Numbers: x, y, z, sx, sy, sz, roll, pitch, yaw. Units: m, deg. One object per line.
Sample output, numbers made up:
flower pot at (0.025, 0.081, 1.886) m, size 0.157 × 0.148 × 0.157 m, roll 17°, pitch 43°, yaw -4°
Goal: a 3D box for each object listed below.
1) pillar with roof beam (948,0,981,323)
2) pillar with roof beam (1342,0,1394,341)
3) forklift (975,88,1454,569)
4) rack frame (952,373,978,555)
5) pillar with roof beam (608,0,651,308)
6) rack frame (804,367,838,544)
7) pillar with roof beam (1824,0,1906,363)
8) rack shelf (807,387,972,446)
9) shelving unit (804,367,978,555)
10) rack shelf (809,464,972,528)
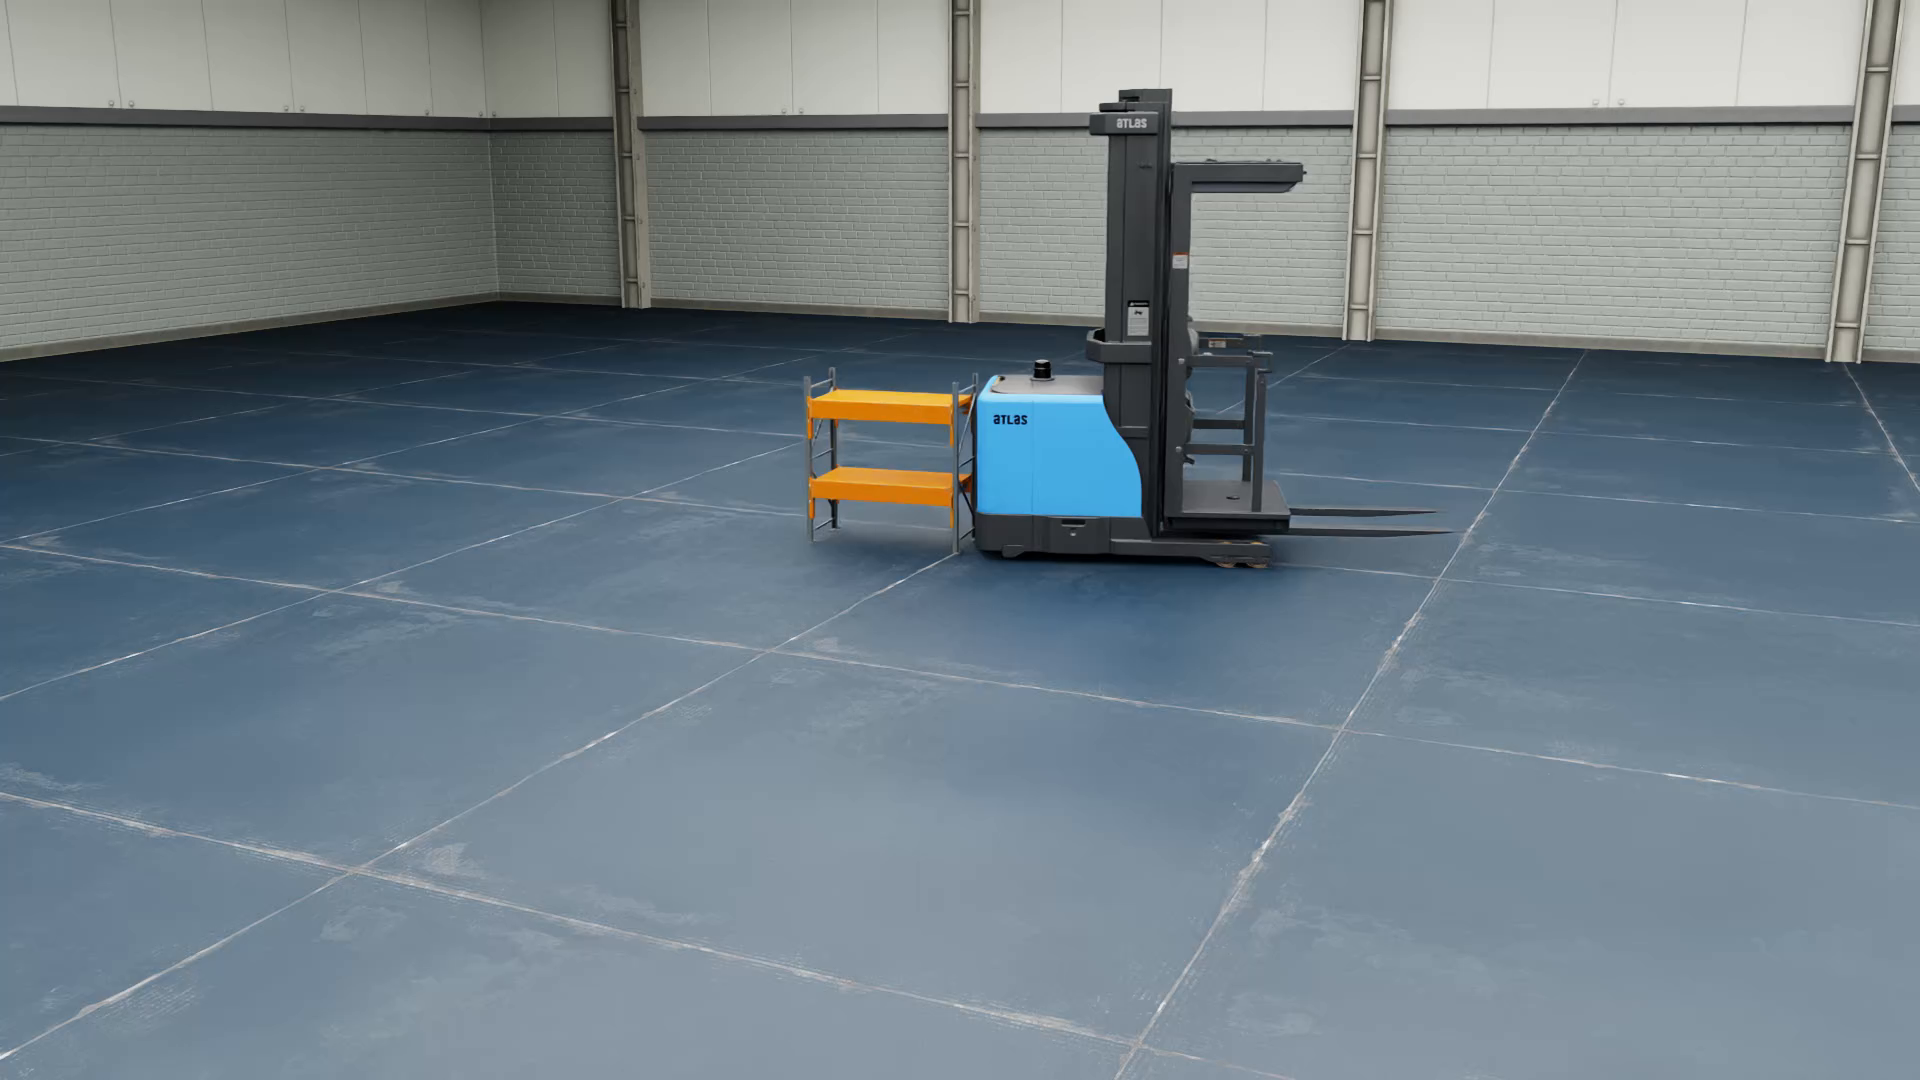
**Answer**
pillar with roof beam at (-1.680, -6.831, 20.669) m, size 0.400 × 9.000 × 9.100 m, roll 6°, pitch 14°, yaw 23°
pillar with roof beam at (3.806, -6.276, 18.303) m, size 0.400 × 9.000 × 9.100 m, roll 6°, pitch 14°, yaw 23°
forklift at (1.648, -1.375, 10.697) m, size 3.031 × 2.935 × 1.130 m, roll 1°, pitch 13°, yaw 6°
rack frame at (0.037, -0.507, 10.955) m, size 0.032 × 1.125 × 0.500 m, roll 4°, pitch 14°, yaw 16°
pillar with roof beam at (-7.165, -7.386, 23.035) m, size 0.400 × 9.000 × 9.100 m, roll 6°, pitch 14°, yaw 23°
rack frame at (-0.937, -0.574, 11.239) m, size 0.032 × 1.125 × 0.500 m, roll 4°, pitch 14°, yaw 16°
pillar with roof beam at (9.292, -5.721, 15.937) m, size 0.400 × 9.000 × 9.100 m, roll 6°, pitch 14°, yaw 23°
rack shelf at (-0.450, -0.826, 11.030) m, size 1.000 × 0.278 × 0.538 m, roll 4°, pitch 14°, yaw 16°
shelving unit at (-0.450, -0.541, 11.097) m, size 1.048 × 1.125 × 0.538 m, roll 4°, pitch 14°, yaw 16°
rack shelf at (-0.450, -0.303, 11.153) m, size 1.000 × 0.278 × 0.538 m, roll 4°, pitch 14°, yaw 16°
